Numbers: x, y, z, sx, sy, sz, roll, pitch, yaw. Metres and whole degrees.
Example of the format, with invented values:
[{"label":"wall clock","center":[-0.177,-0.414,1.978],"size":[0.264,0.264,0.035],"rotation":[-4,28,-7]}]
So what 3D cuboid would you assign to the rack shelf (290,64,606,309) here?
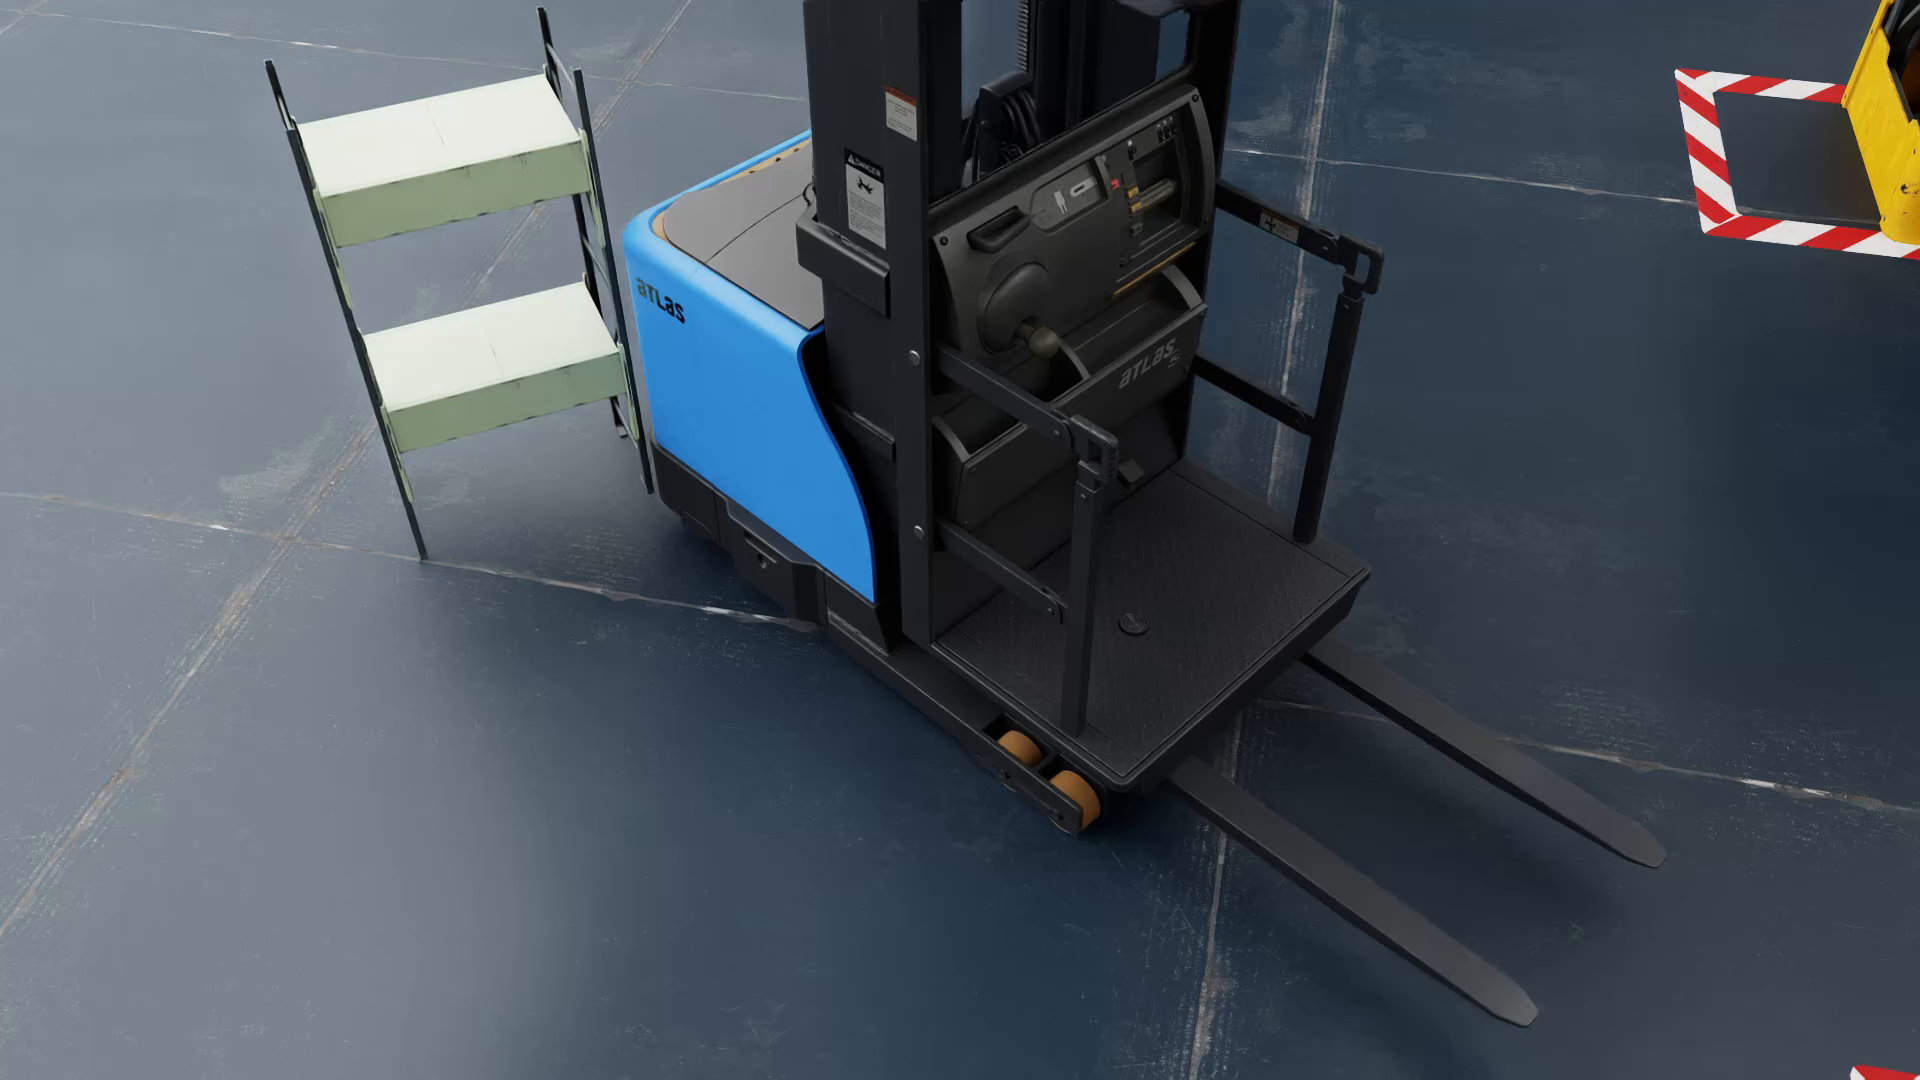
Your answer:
[{"label":"rack shelf","center":[-1.421,-0.995,4.639],"size":[0.720,0.370,0.431],"rotation":[-18,46,-17]}]

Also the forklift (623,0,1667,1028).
[{"label":"forklift","center":[0.443,-0.687,3.851],"size":[3.031,2.935,1.130],"rotation":[34,53,30]}]

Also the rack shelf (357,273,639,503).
[{"label":"rack shelf","center":[-1.420,-0.478,5.135],"size":[0.720,0.370,0.431],"rotation":[-18,46,-17]}]

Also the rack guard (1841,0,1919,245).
[{"label":"rack guard","center":[3.888,-1.710,6.666],"size":[0.348,0.500,1.175],"rotation":[9,45,9]}]

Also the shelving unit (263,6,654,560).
[{"label":"shelving unit","center":[-1.421,-0.714,4.909],"size":[0.755,1.500,0.431],"rotation":[-18,46,-17]}]

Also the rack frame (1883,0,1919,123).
[{"label":"rack frame","center":[3.814,-2.622,5.812],"size":[0.127,3.000,1.000],"rotation":[9,45,9]}]

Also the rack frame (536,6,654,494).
[{"label":"rack frame","center":[-1.088,-0.819,5.019],"size":[0.023,1.500,0.400],"rotation":[-18,46,-17]}]

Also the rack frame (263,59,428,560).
[{"label":"rack frame","center":[-1.754,-0.608,4.800],"size":[0.023,1.500,0.400],"rotation":[-18,46,-17]}]
